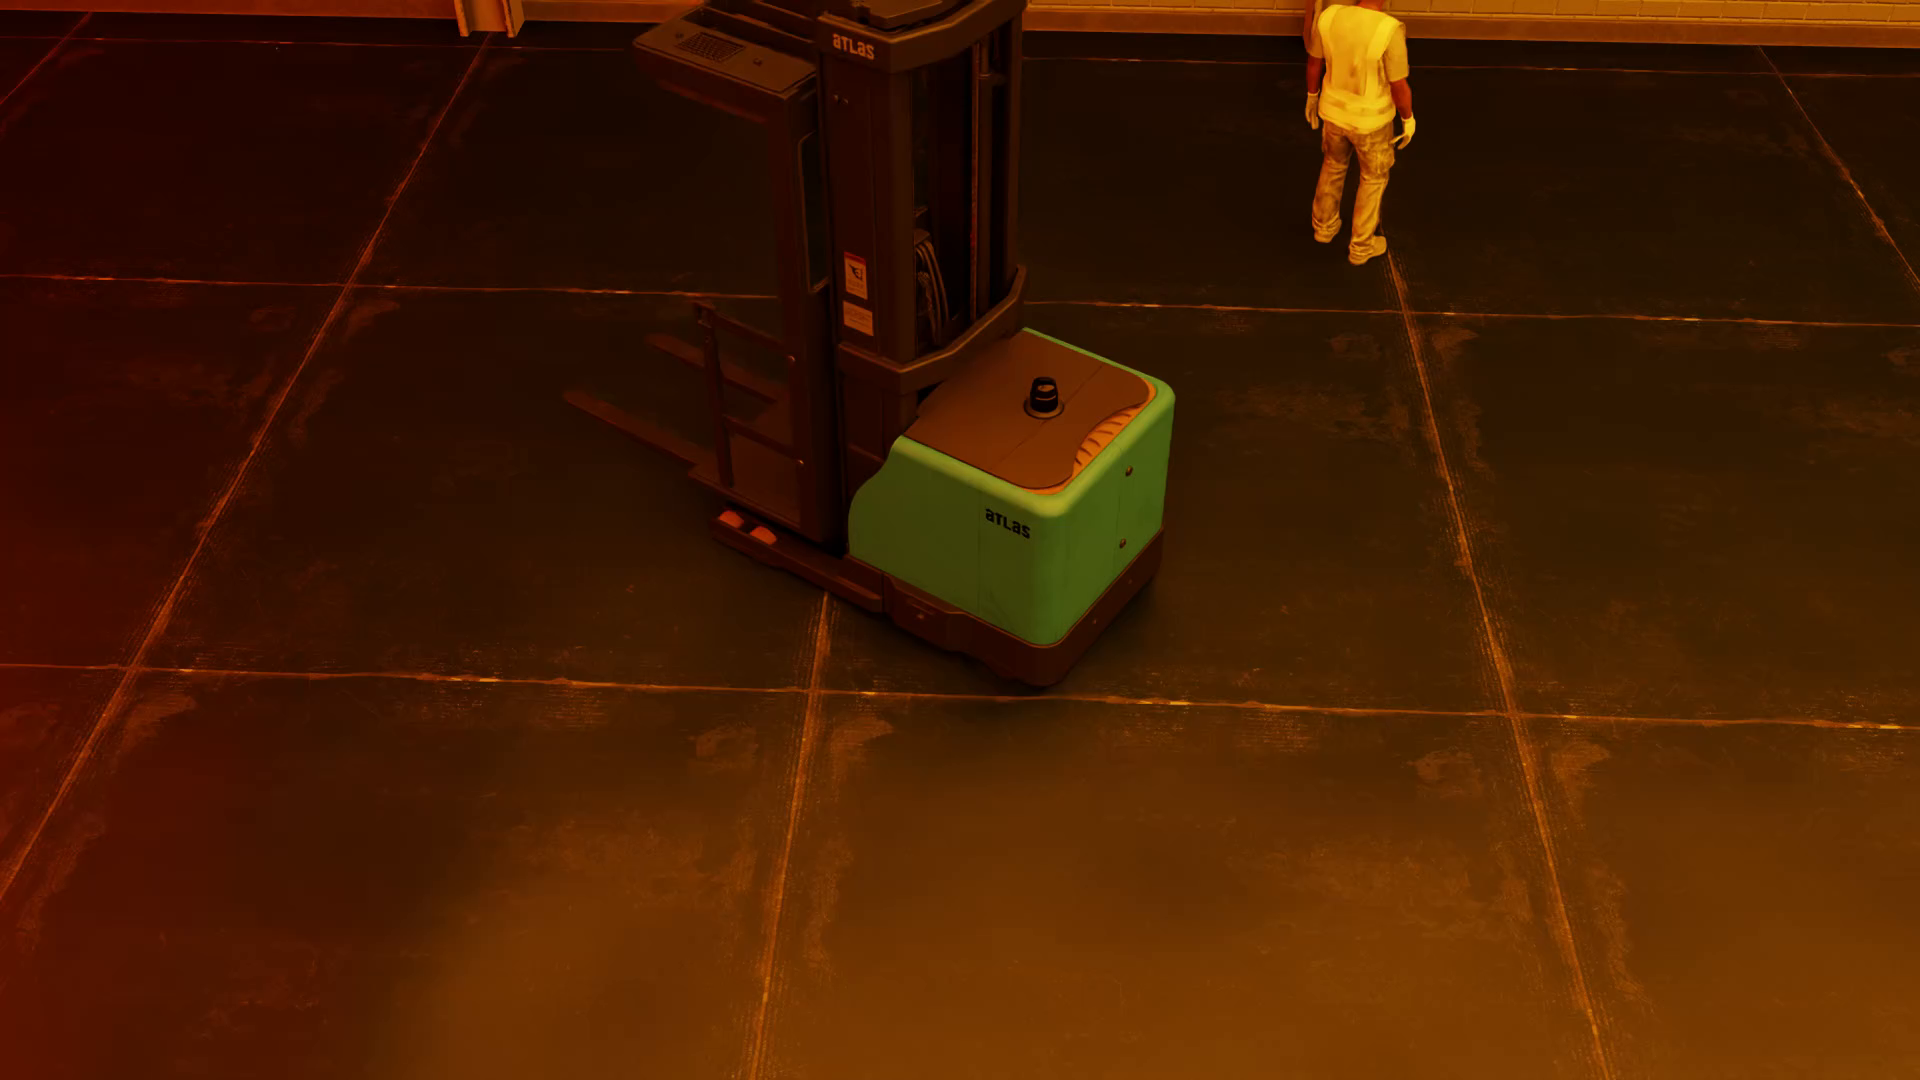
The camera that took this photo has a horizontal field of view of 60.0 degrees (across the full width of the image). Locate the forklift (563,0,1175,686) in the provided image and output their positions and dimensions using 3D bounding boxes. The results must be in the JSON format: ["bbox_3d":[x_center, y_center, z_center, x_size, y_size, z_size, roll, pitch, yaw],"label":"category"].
[{"bbox_3d":[-0.572,-1.246,7.107,3.031,2.935,1.130,25,48,25],"label":"forklift"}]

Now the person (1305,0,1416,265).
[{"bbox_3d":[2.236,-2.380,9.217,0.649,1.801,0.501,32,51,30],"label":"person"}]
